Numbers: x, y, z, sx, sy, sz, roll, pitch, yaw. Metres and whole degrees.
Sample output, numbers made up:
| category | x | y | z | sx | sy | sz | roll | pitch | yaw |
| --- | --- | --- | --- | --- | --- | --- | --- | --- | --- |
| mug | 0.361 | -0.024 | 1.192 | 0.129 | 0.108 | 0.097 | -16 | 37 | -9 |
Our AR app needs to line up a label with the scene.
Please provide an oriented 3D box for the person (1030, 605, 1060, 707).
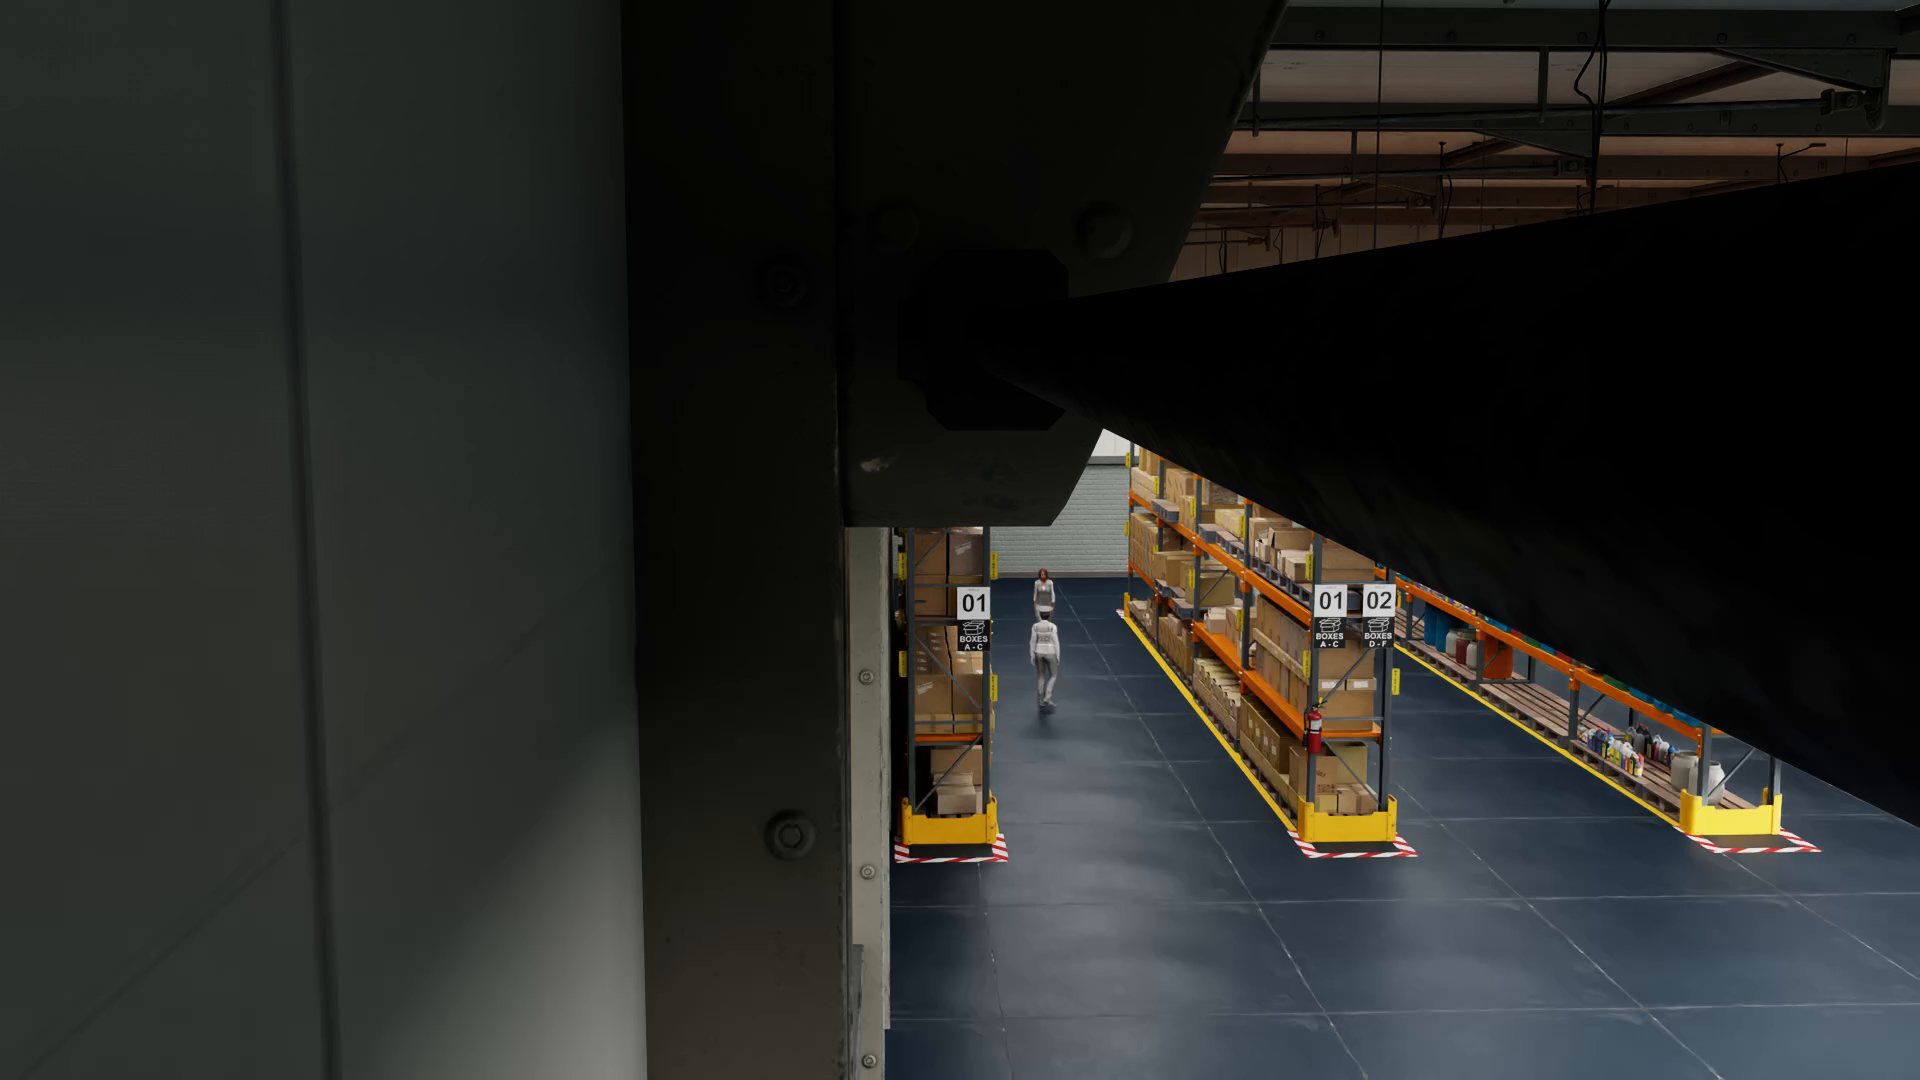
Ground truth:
| category | x | y | z | sx | sy | sz | roll | pitch | yaw |
| --- | --- | --- | --- | --- | --- | --- | --- | --- | --- |
| person | 1.409 | 1.950 | 27.789 | 0.526 | 1.681 | 0.461 | 3 | 8 | 23 |

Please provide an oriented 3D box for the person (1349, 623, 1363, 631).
| category | x | y | z | sx | sy | sz | roll | pitch | yaw |
| --- | --- | --- | --- | --- | --- | --- | --- | --- | --- |
| person | 7.837 | 1.316 | 32.291 | 0.558 | 1.775 | 0.512 | -4 | 8 | -27 |

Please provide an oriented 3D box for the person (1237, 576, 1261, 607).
| category | x | y | z | sx | sy | sz | roll | pitch | yaw |
| --- | --- | --- | --- | --- | --- | --- | --- | --- | --- |
| person | 6.198 | 0.958 | 35.305 | 0.657 | 1.714 | 1.093 | -1 | 7 | -5 |

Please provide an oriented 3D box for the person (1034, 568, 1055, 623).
| category | x | y | z | sx | sy | sz | roll | pitch | yaw |
| --- | --- | --- | --- | --- | --- | --- | --- | --- | --- |
| person | 1.668 | 1.318 | 33.018 | 0.421 | 1.563 | 0.768 | -1 | 7 | -5 |
